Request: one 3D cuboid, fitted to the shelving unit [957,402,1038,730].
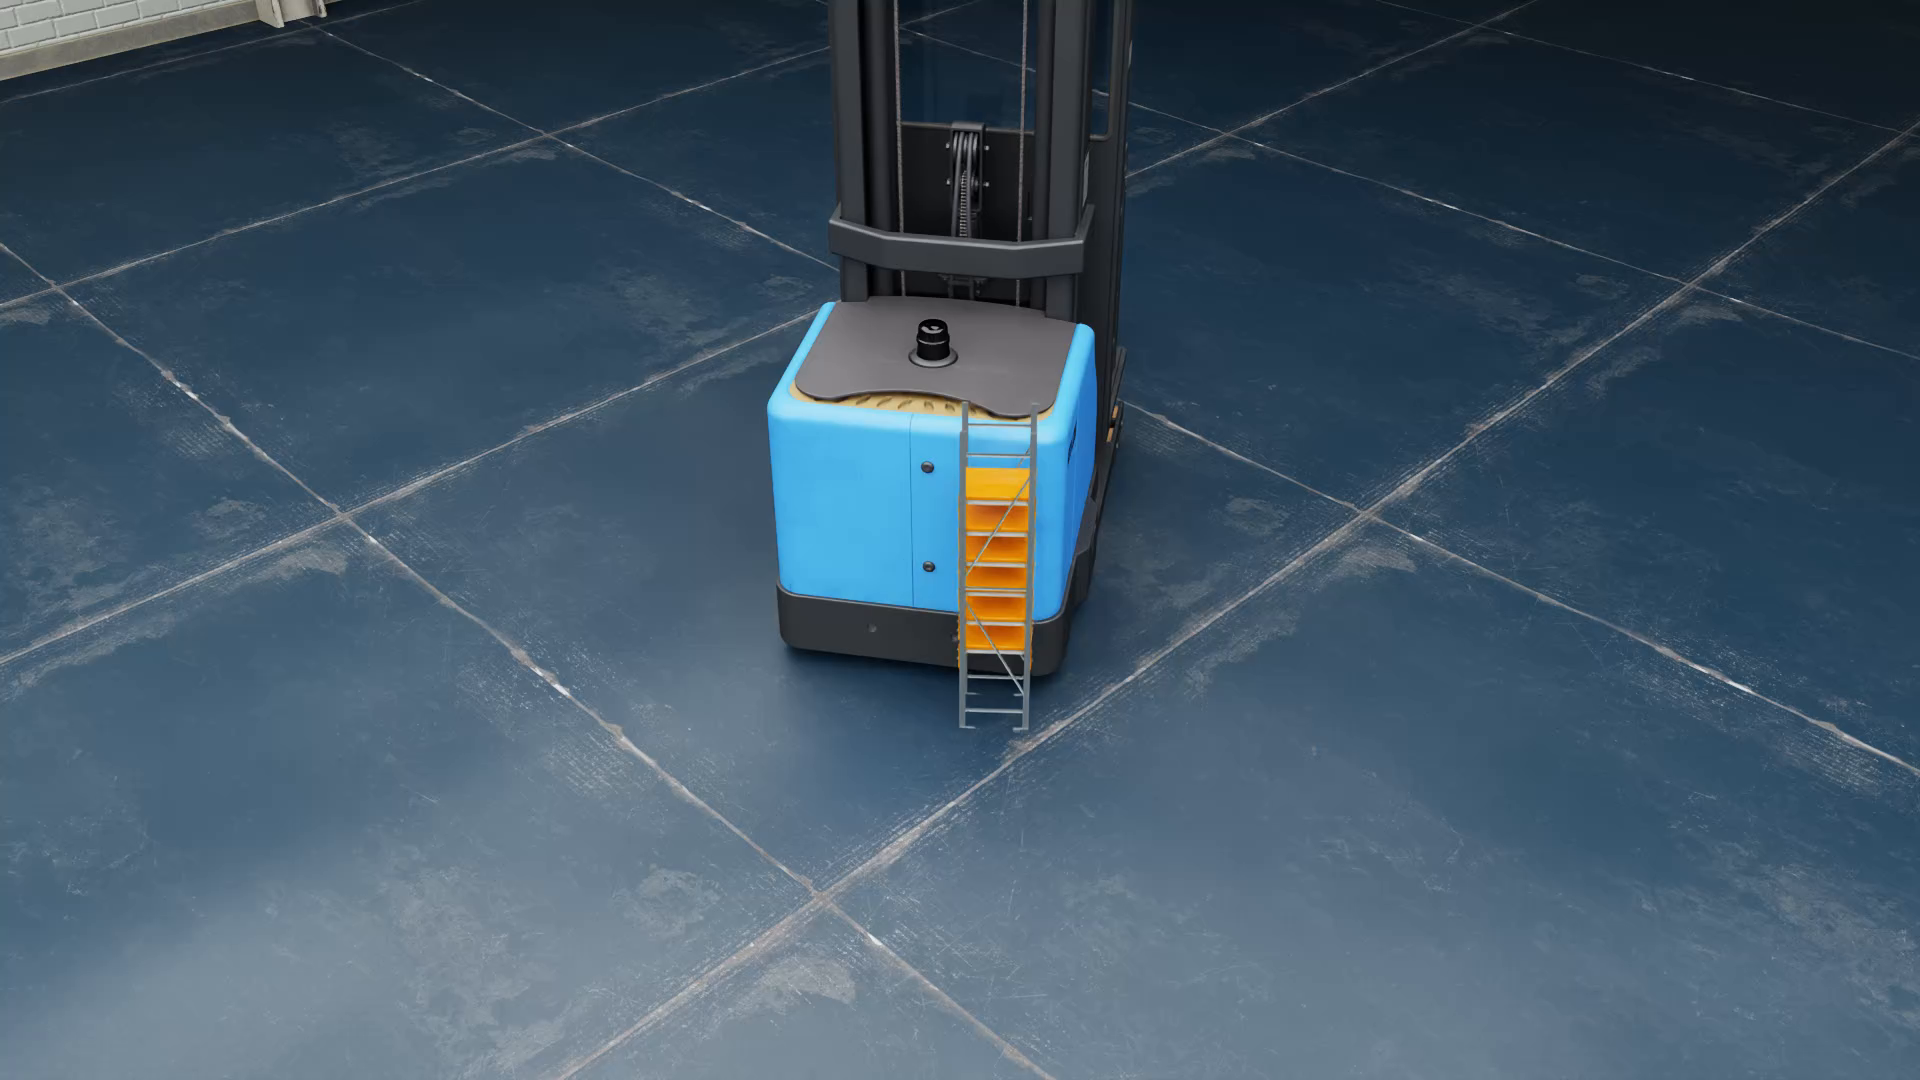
[{"bbox_3d":[0.122,0.112,5.539,0.258,1.200,0.189,1,34,2],"label":"shelving unit"}]

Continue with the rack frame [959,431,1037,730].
[{"bbox_3d":[0.118,0.163,5.464,0.240,1.200,0.006,1,34,2],"label":"rack frame"}]

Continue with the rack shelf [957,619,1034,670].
[{"bbox_3d":[0.122,0.347,5.700,0.258,0.103,0.180,1,34,2],"label":"rack shelf"}]

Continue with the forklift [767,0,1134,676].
[{"bbox_3d":[0.117,-1.553,6.415,1.130,2.935,3.031,6,35,9],"label":"forklift"}]

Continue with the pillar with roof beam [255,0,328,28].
[{"bbox_3d":[-1.876,-5.821,7.230,9.100,9.000,0.400,30,45,35],"label":"pillar with roof beam"}]

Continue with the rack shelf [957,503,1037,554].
[{"bbox_3d":[0.122,-0.050,5.429,0.258,0.103,0.180,1,34,2],"label":"rack shelf"}]

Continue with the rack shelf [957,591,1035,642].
[{"bbox_3d":[0.122,0.248,5.632,0.258,0.103,0.180,1,34,2],"label":"rack shelf"}]

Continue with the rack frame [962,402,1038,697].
[{"bbox_3d":[0.126,0.060,5.615,0.240,1.200,0.006,1,34,2],"label":"rack frame"}]

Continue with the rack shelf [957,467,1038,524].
[{"bbox_3d":[0.122,-0.149,5.361,0.258,0.103,0.180,1,34,2],"label":"rack shelf"}]

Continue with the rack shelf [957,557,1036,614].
[{"bbox_3d":[0.122,0.148,5.564,0.258,0.103,0.180,1,34,2],"label":"rack shelf"}]

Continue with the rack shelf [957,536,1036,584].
[{"bbox_3d":[0.122,0.049,5.497,0.258,0.103,0.180,1,34,2],"label":"rack shelf"}]
